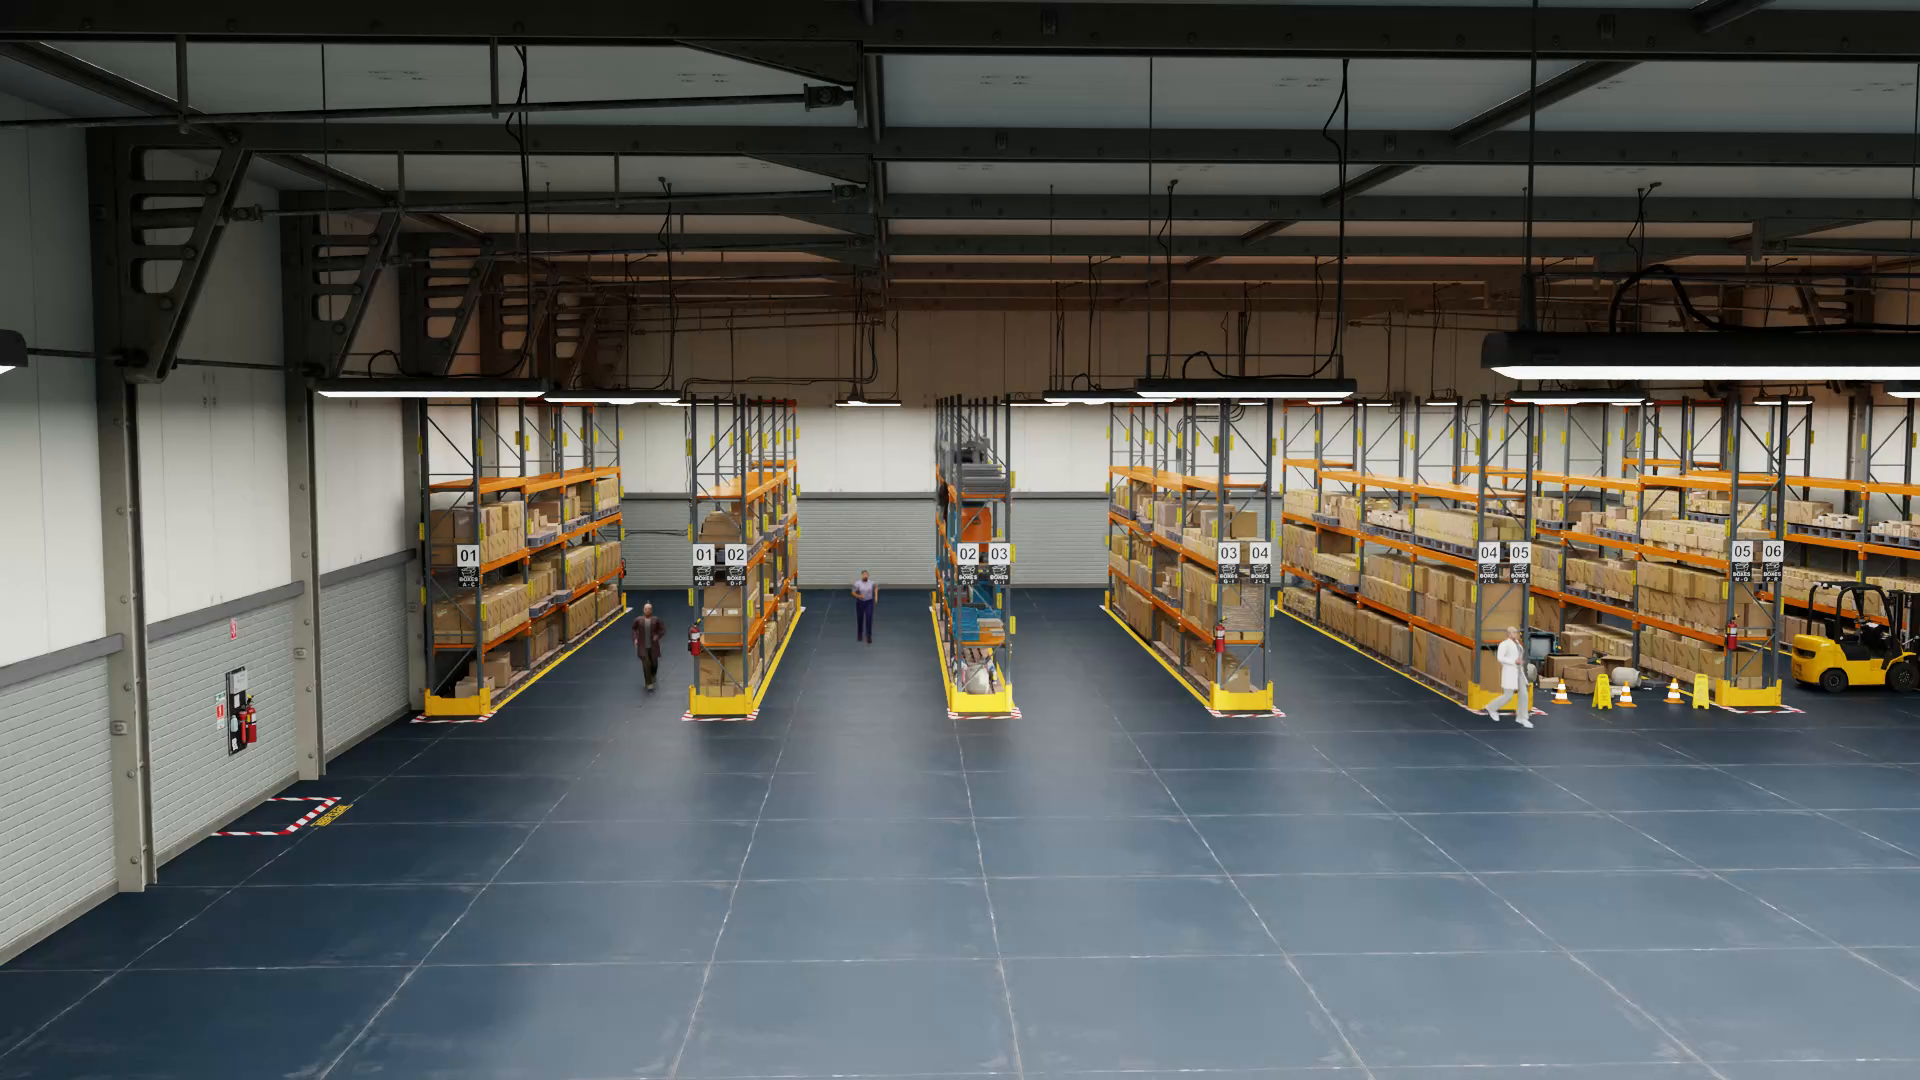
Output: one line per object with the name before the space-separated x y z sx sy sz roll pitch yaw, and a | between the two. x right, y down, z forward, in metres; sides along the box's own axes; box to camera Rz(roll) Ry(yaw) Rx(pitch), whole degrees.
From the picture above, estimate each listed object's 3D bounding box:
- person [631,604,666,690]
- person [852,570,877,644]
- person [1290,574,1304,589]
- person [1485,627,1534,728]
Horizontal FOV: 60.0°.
person | -6.377 2.172 34.019 0.709 1.742 0.799 -1 5 -10
person | -2.227 1.549 38.964 0.624 1.697 0.755 -1 5 -10
person | 9.971 1.013 49.113 0.742 1.692 0.776 3 6 36
person | 9.978 2.467 30.139 0.718 1.808 0.915 -3 6 -37
